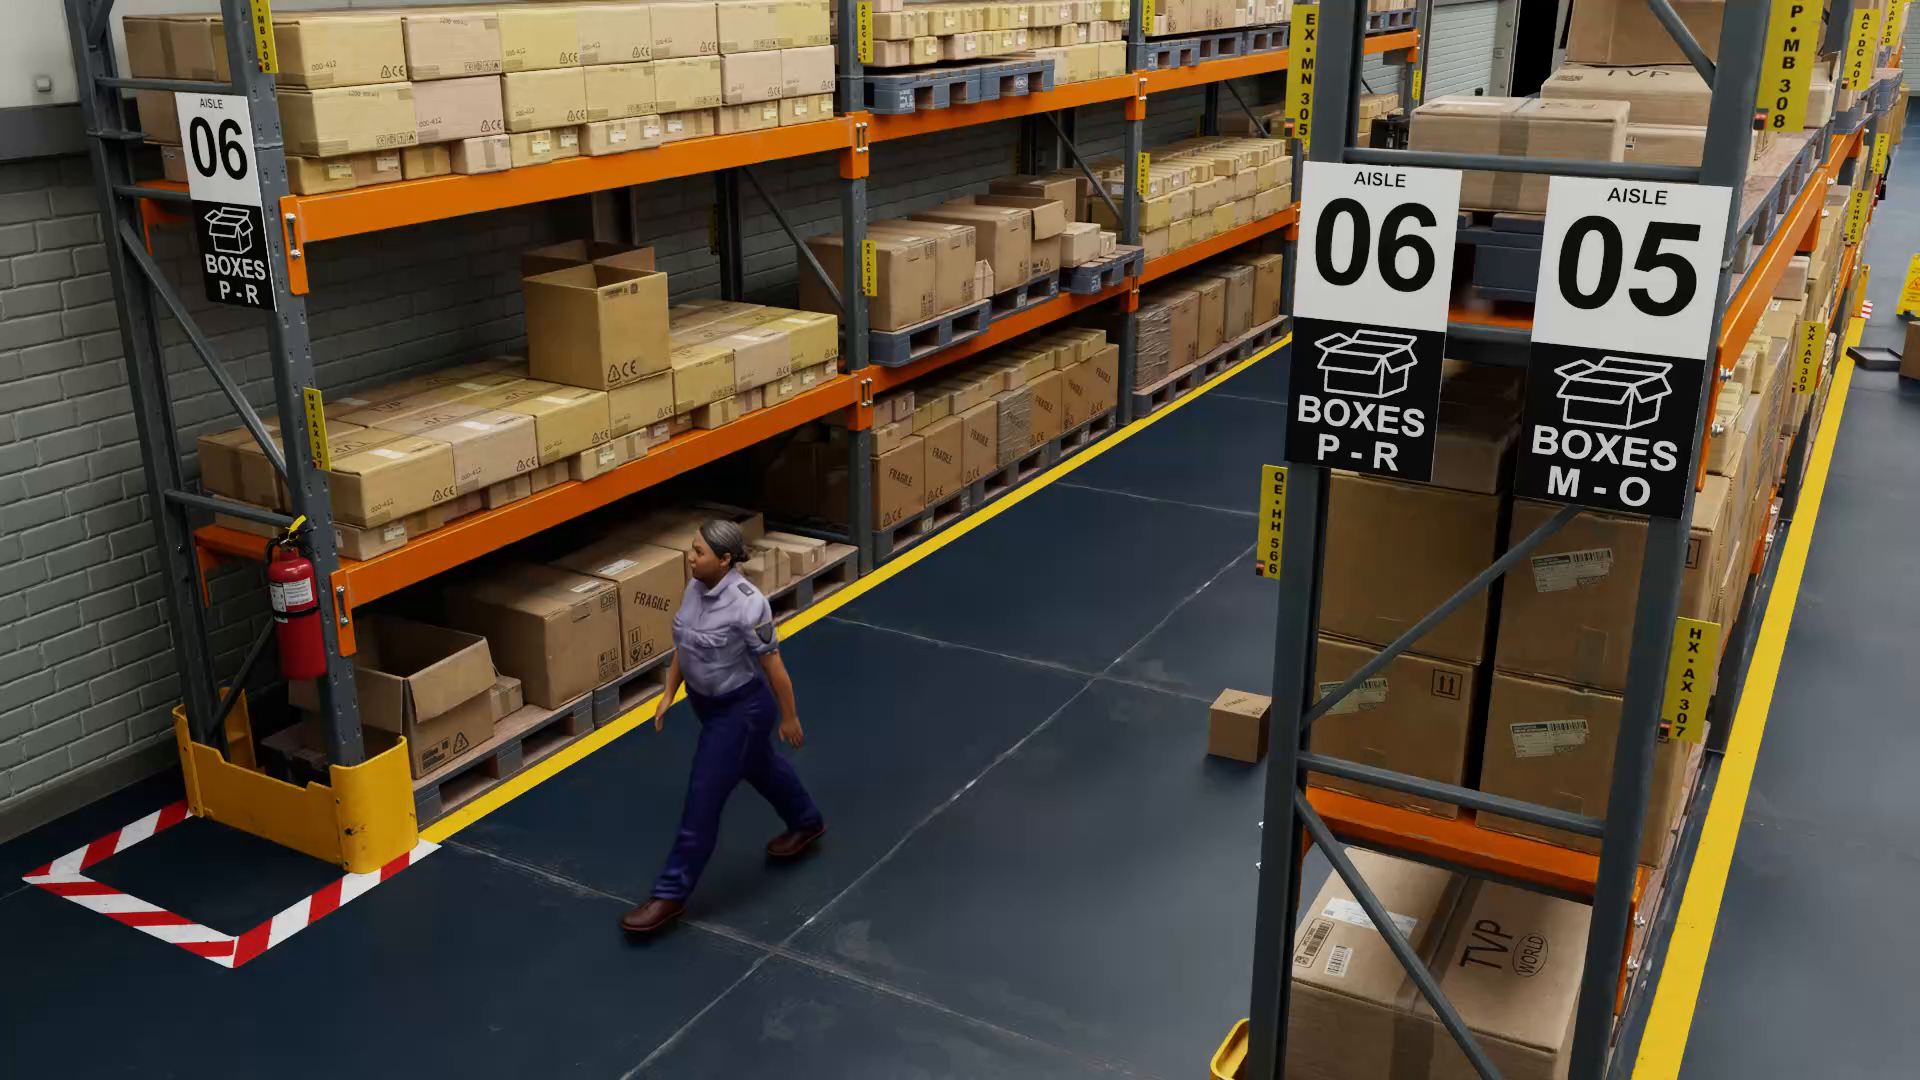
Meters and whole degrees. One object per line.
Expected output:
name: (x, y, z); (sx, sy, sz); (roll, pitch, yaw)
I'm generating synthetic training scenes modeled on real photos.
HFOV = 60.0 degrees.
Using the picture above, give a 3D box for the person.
person: (-0.994, 0.670, 6.687); (1.054, 1.571, 0.512); (-13, 23, -32)
